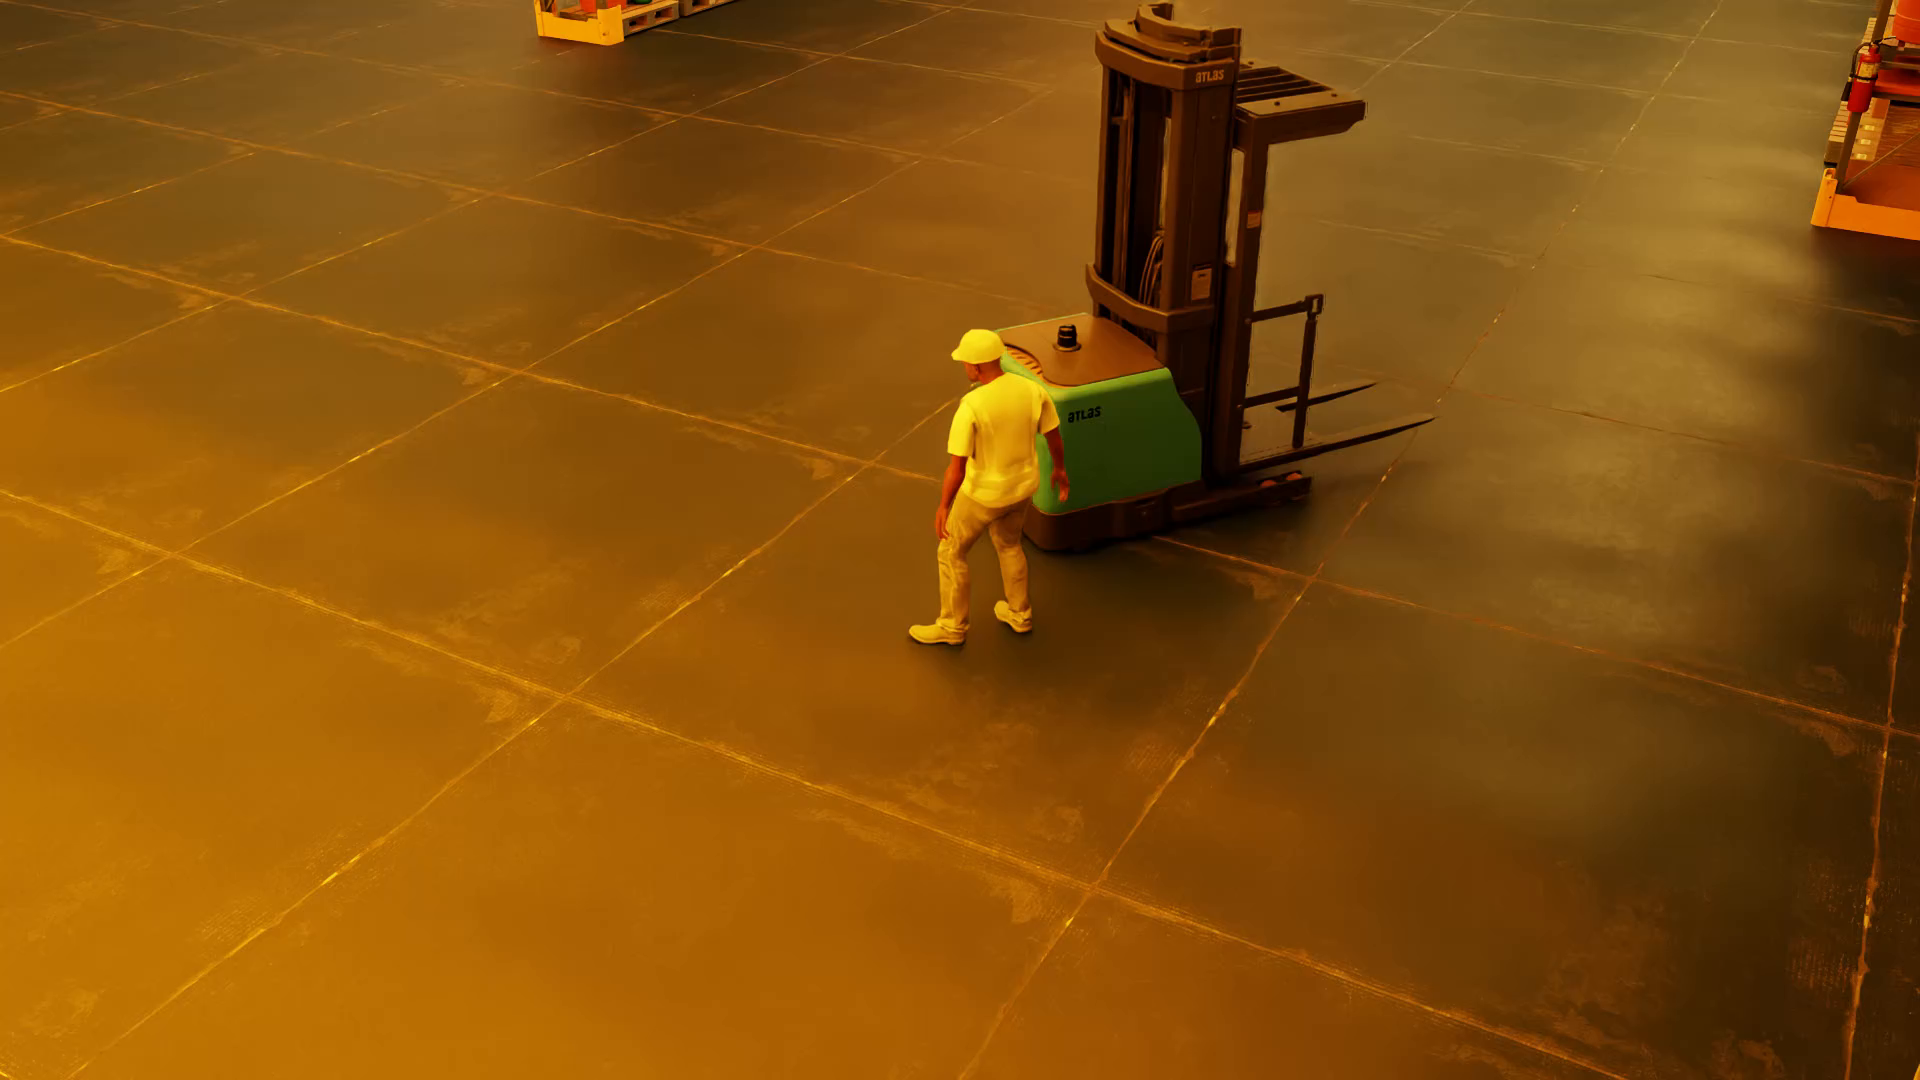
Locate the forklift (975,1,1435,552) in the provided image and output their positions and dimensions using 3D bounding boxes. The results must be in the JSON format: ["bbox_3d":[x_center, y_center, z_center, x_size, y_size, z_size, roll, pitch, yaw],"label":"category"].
[{"bbox_3d":[1.628,-1.697,10.012,3.031,2.935,1.130,-14,33,-23],"label":"forklift"}]

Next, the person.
[{"bbox_3d":[0.155,-0.289,8.774,0.875,1.733,0.449,-21,36,-32],"label":"person"}]
